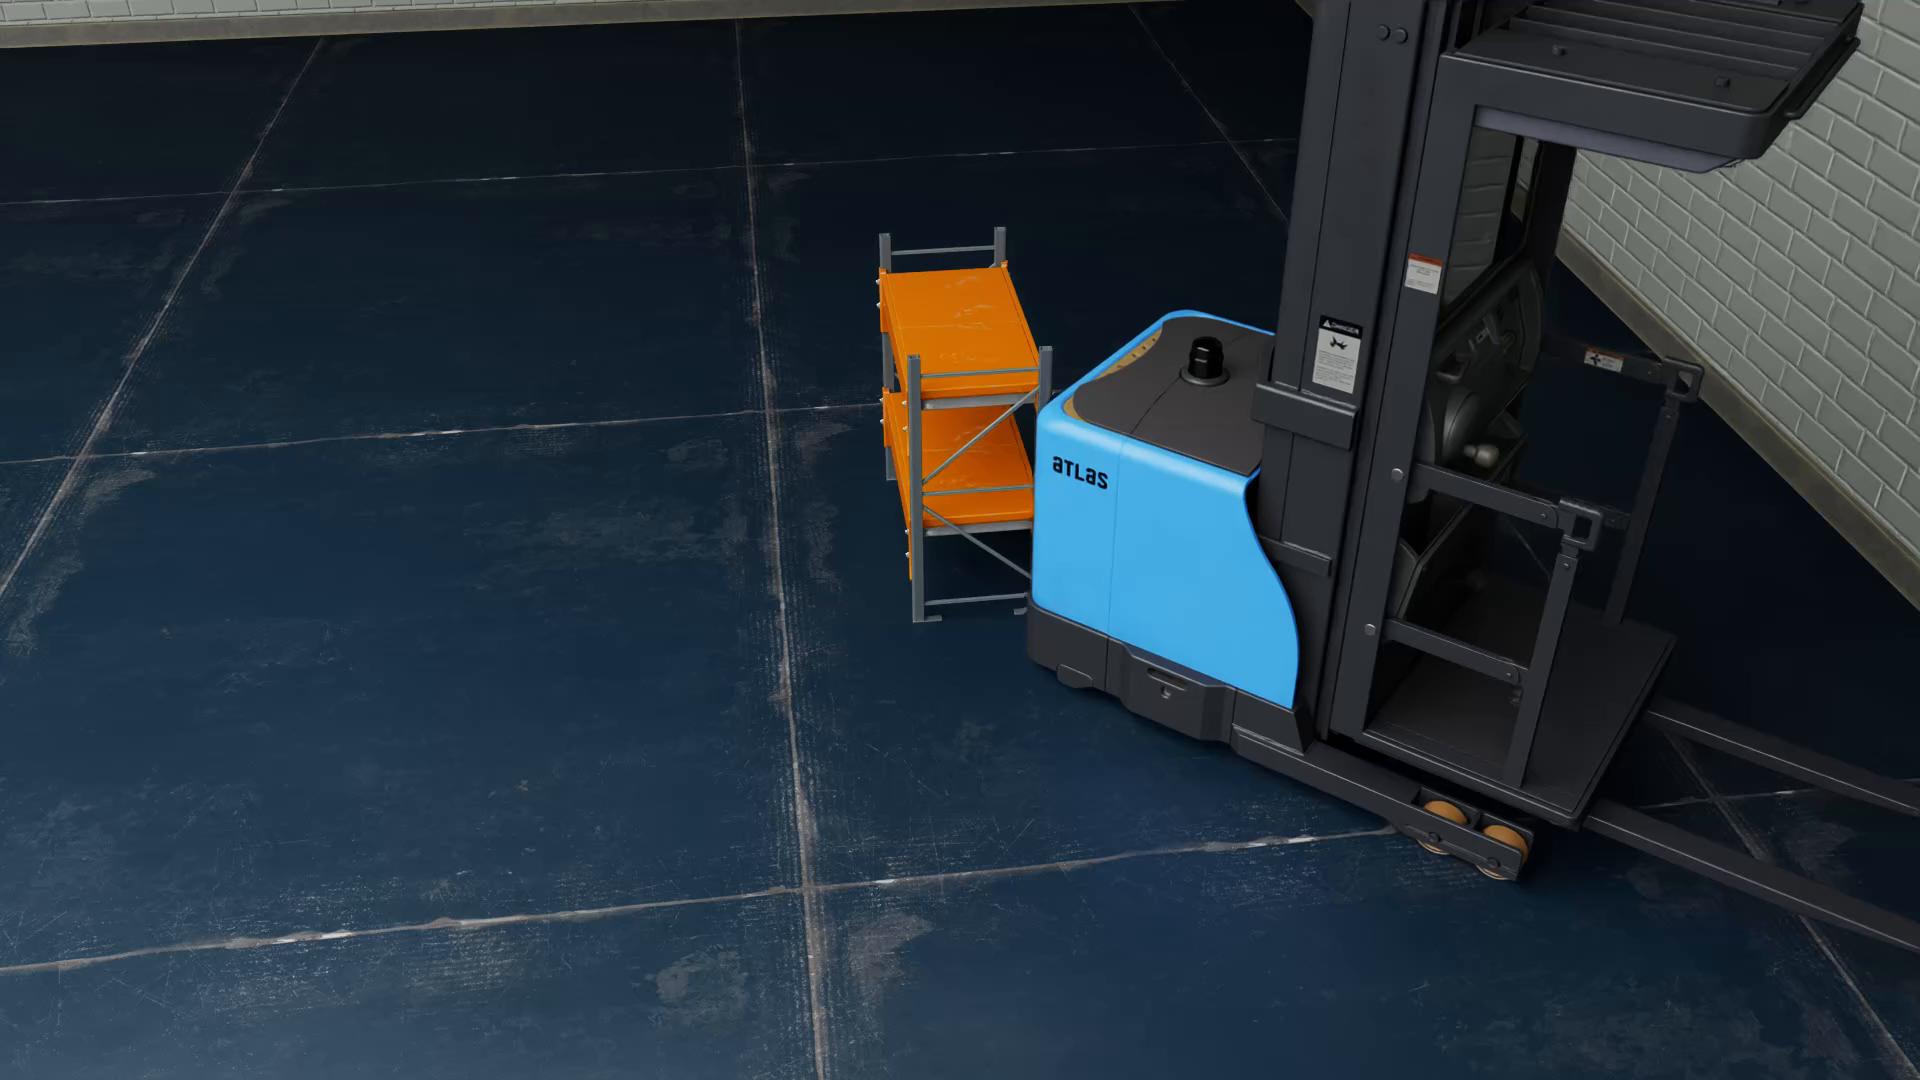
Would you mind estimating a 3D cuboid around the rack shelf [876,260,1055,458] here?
[{"bbox_3d":[0.001,-0.703,6.263,0.538,0.278,1.000,-4,35,-6],"label":"rack shelf"}]

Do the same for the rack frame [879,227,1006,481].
[{"bbox_3d":[-0.067,-0.745,6.844,0.500,1.125,0.032,-4,35,-6],"label":"rack frame"}]

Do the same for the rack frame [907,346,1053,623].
[{"bbox_3d":[0.069,-0.177,6.011,0.500,1.125,0.032,-4,35,-6],"label":"rack frame"}]

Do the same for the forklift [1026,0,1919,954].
[{"bbox_3d":[1.739,-0.494,4.872,3.031,2.935,1.130,21,40,28],"label":"forklift"}]

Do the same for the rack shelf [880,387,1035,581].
[{"bbox_3d":[0.001,-0.259,6.565,0.538,0.278,1.000,-4,35,-6],"label":"rack shelf"}]

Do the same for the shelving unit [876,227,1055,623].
[{"bbox_3d":[0.001,-0.461,6.428,0.538,1.125,1.048,-4,35,-6],"label":"shelving unit"}]
